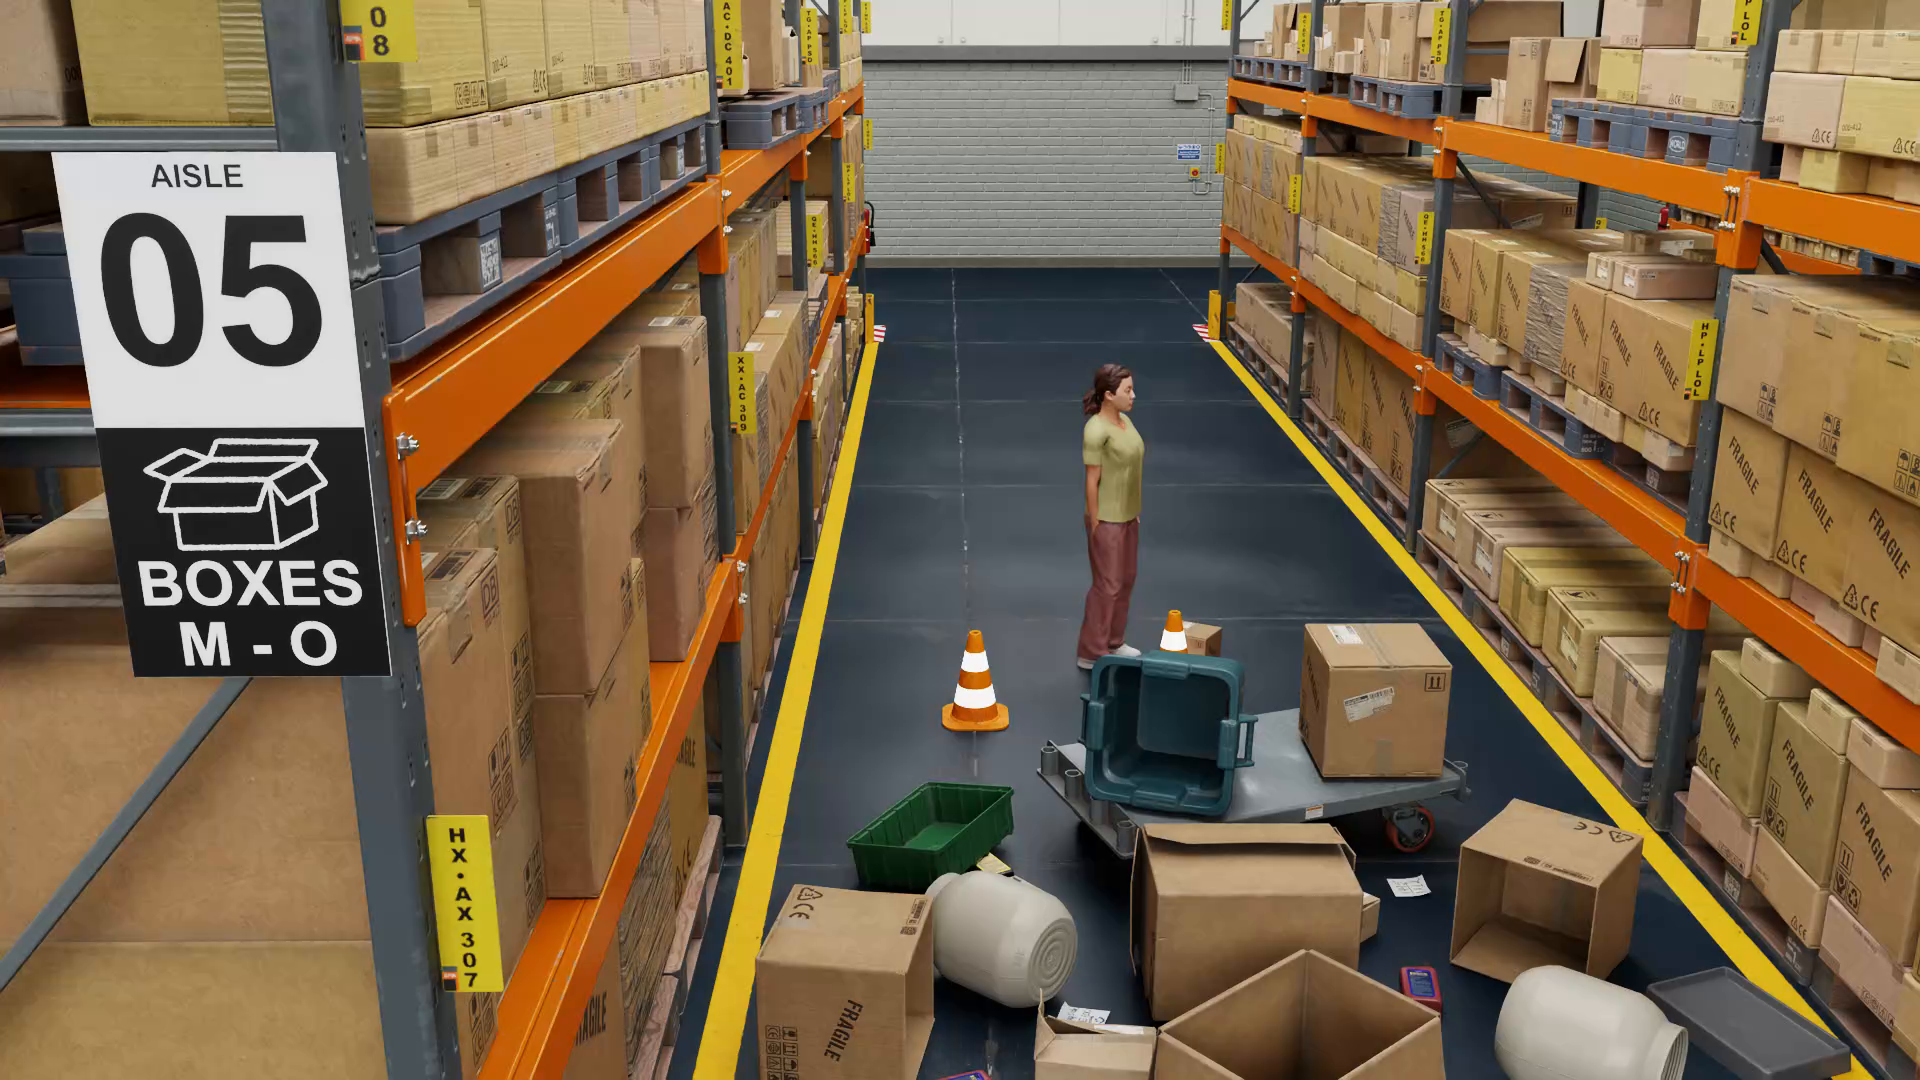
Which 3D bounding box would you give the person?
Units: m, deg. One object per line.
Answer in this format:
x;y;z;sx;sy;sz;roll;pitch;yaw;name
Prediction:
0.816;-0.121;8.955;0.370;1.668;0.440;10;20;28;person
